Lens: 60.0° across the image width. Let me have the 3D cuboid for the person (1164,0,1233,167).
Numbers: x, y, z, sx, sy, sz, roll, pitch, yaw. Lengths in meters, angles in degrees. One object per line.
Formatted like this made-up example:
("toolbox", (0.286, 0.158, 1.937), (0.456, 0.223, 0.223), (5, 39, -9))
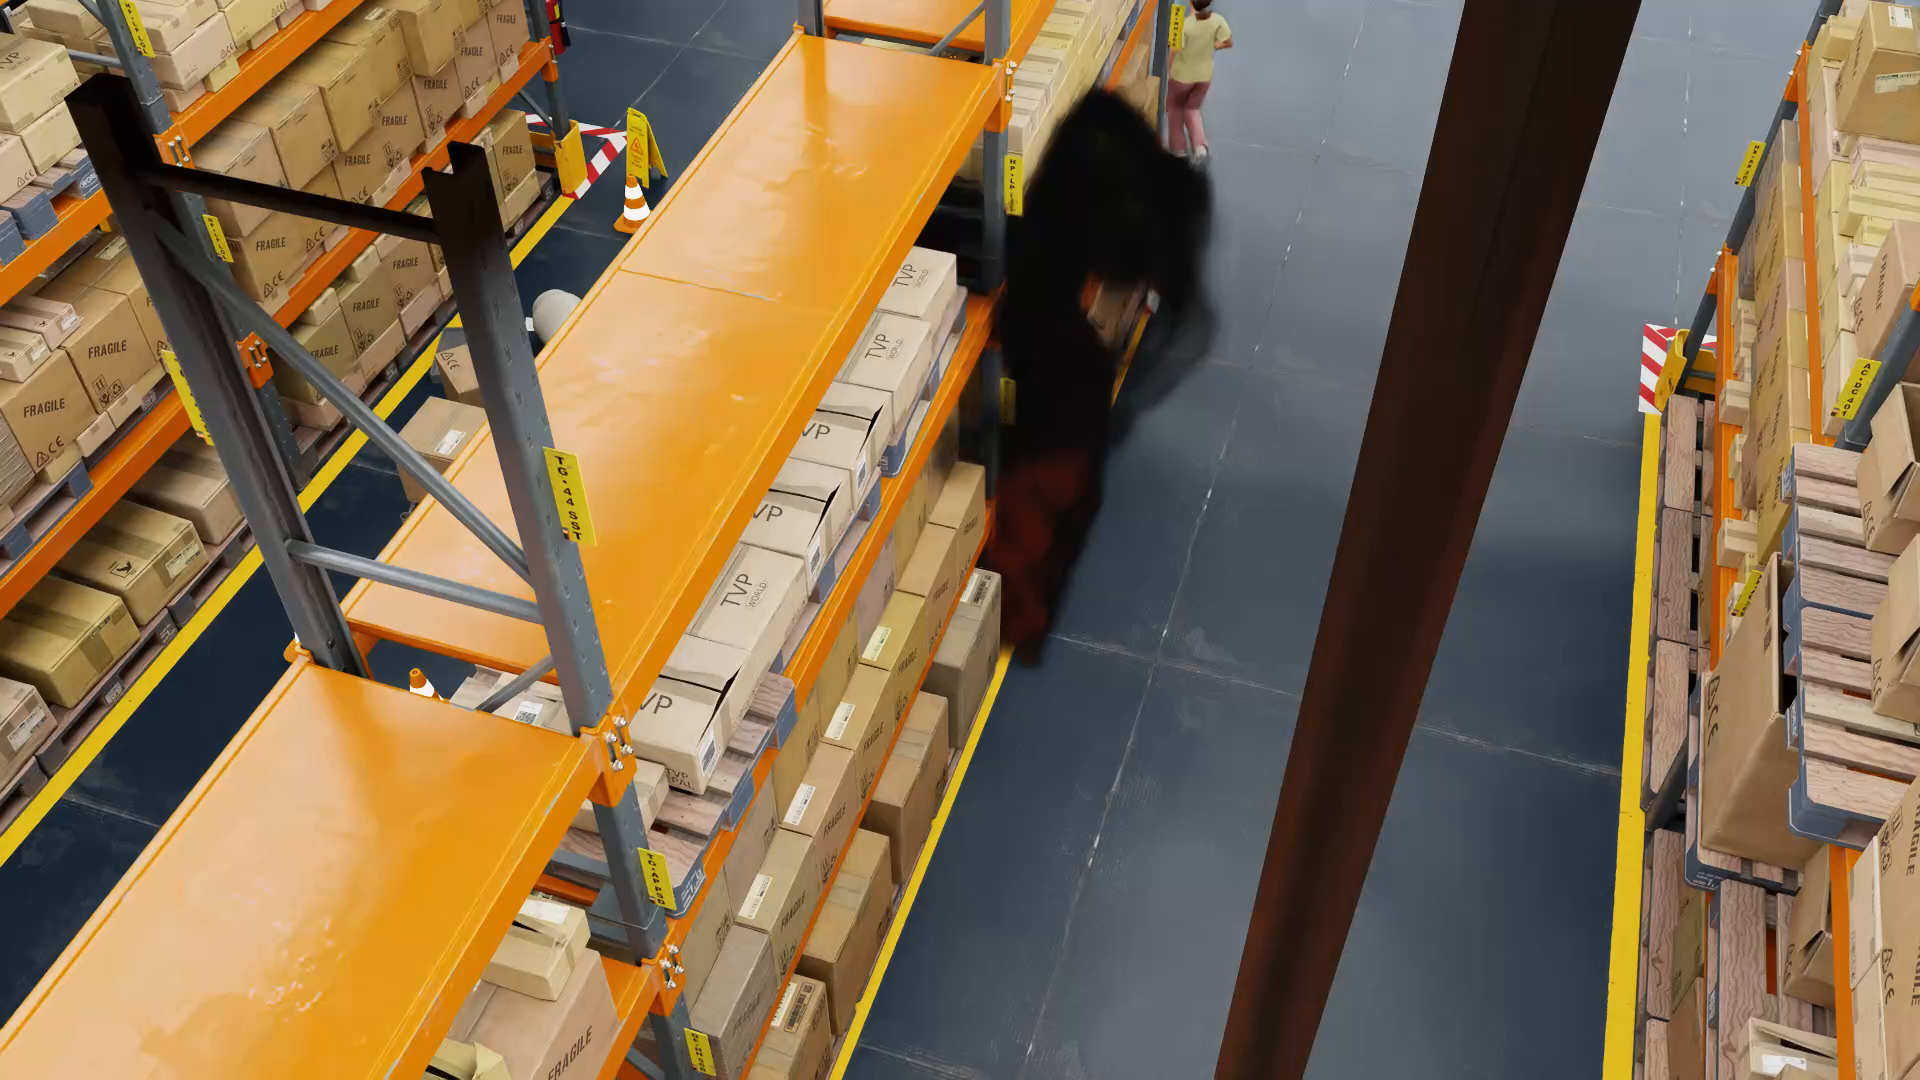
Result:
("person", (1.922, -3.783, 13.710), (0.615, 1.669, 0.742), (-10, 47, -10))
